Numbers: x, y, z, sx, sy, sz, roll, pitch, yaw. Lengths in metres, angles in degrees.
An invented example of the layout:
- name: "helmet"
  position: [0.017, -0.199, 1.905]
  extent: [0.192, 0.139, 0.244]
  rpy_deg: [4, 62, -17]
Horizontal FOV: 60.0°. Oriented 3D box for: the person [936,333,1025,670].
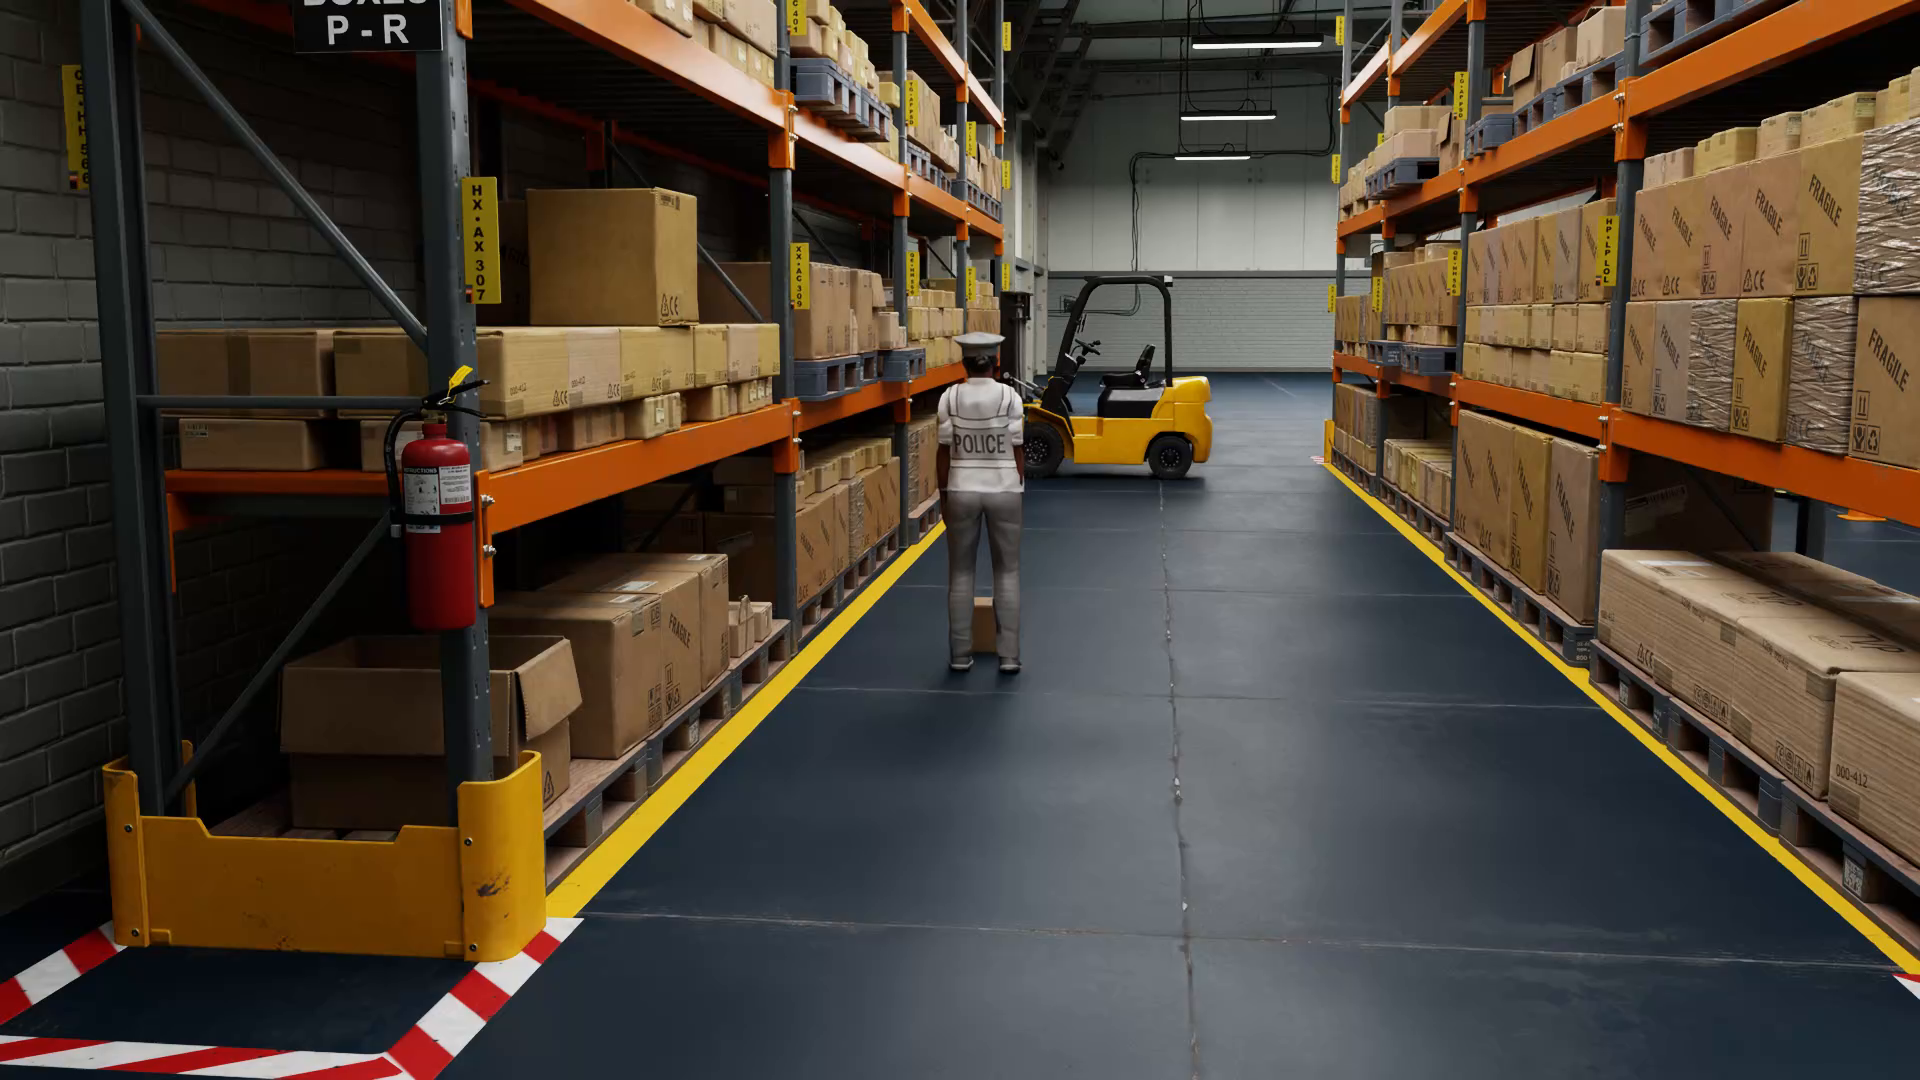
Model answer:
- name: "person"
  position: [0.101, -0.177, 8.190]
  extent: [0.438, 1.675, 0.341]
  rpy_deg: [1, 8, 5]
